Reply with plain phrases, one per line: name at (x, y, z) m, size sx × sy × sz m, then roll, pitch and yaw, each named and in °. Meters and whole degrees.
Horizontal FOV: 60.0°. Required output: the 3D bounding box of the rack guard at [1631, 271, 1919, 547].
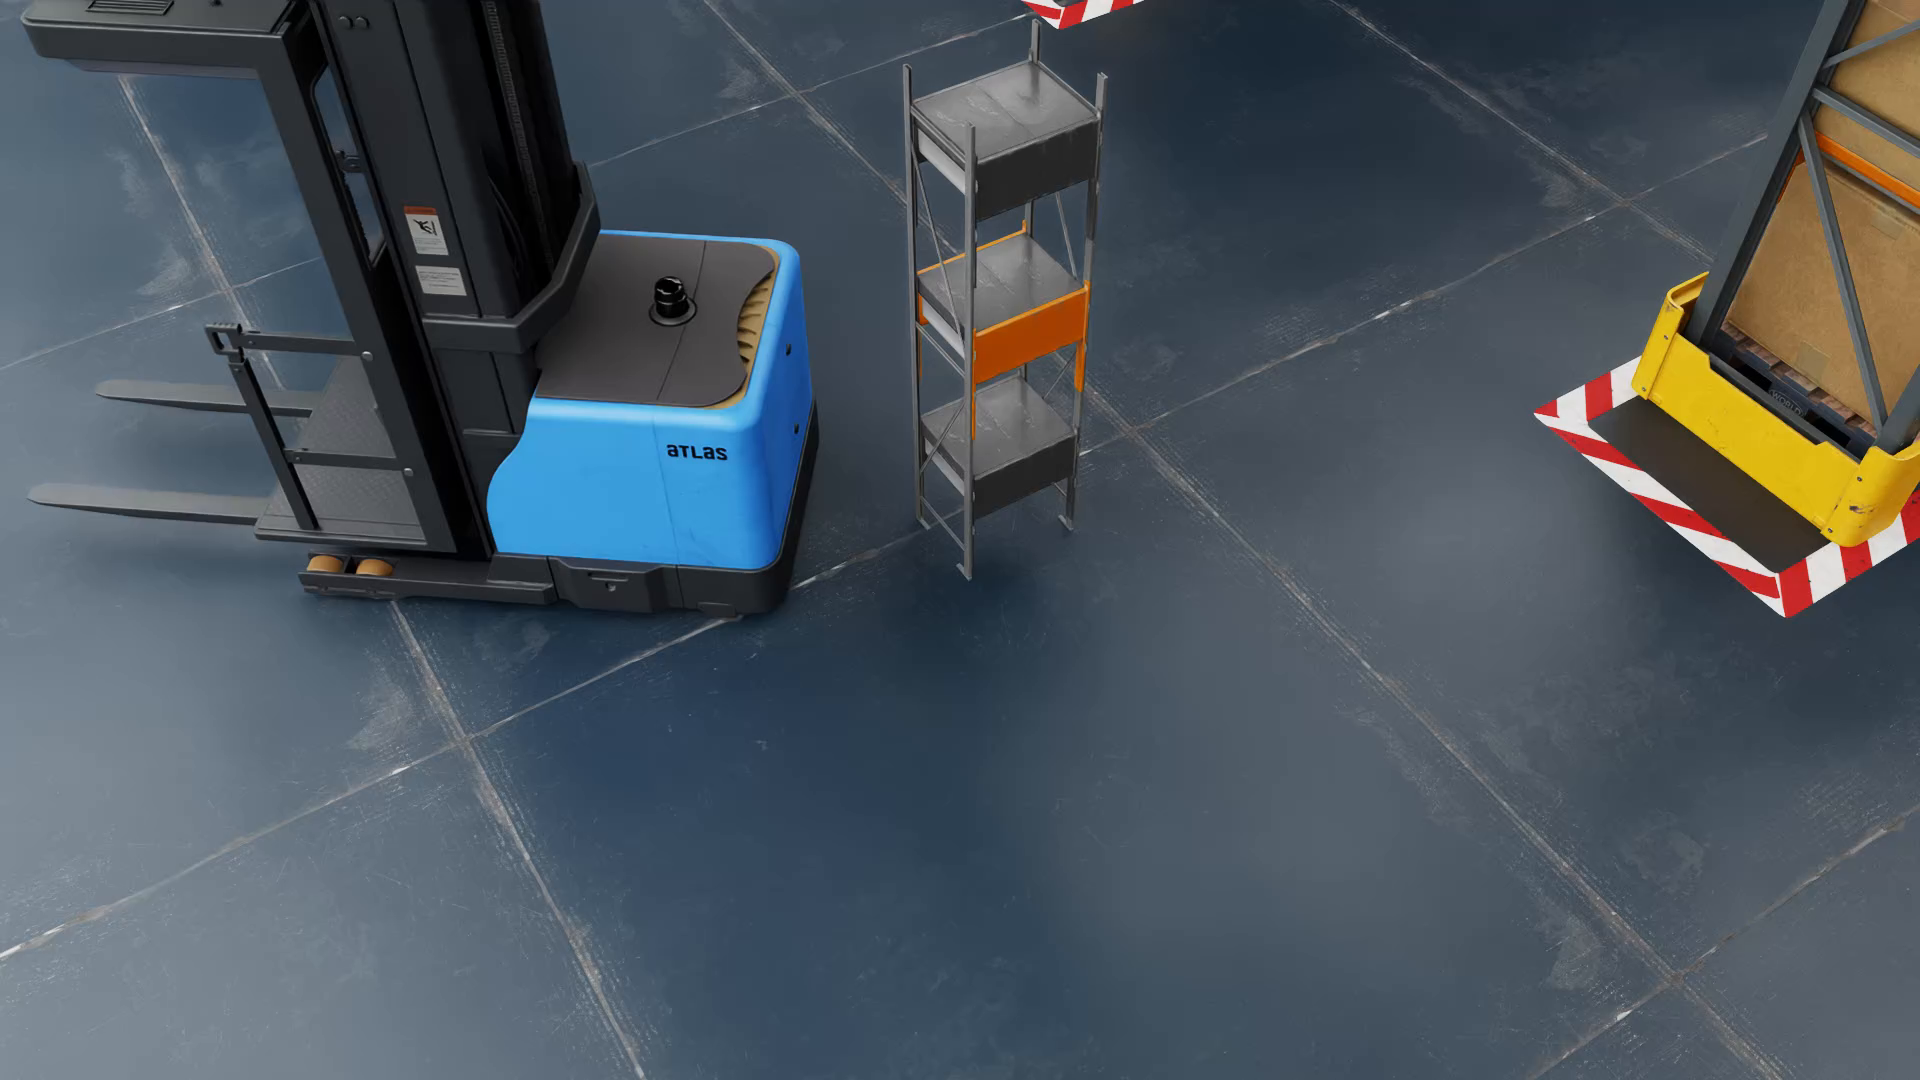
rack guard at (3.379, -0.555, 6.855) m, size 0.348 × 0.500 × 1.175 m, roll -25°, pitch 53°, yaw -21°

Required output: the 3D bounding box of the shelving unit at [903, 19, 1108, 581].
shelving unit at (0.140, -0.764, 5.970) m, size 0.503 × 2.100 × 0.431 m, roll -25°, pitch 53°, yaw -21°

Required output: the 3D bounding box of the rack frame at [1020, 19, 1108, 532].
rack frame at (0.346, -0.861, 6.057) m, size 0.015 × 2.100 × 0.400 m, roll -25°, pitch 53°, yaw -21°

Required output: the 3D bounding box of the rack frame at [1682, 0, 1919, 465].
rack frame at (3.399, -1.396, 5.930) m, size 0.127 × 3.000 × 1.000 m, roll -25°, pitch 53°, yaw -21°

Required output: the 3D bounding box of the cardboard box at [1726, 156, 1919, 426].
cardboard box at (3.937, -1.141, 6.845) m, size 0.875 × 0.875 × 0.875 m, roll -25°, pitch 53°, yaw -21°

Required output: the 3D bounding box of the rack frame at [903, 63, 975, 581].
rack frame at (-0.066, -0.667, 5.883) m, size 0.015 × 2.100 × 0.400 m, roll -25°, pitch 53°, yaw -21°

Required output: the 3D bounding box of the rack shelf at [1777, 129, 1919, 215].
rack shelf at (5.091, -1.954, 6.909) m, size 4.000 × 0.370 × 1.077 m, roll -25°, pitch 53°, yaw -21°

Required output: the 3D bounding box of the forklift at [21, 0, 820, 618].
forklift at (-2.137, -1.134, 5.742) m, size 3.031 × 2.935 × 1.130 m, roll 4°, pitch 48°, yaw 3°

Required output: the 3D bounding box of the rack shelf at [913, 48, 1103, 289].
rack shelf at (0.140, -1.221, 5.457) m, size 0.480 × 0.518 × 0.431 m, roll -25°, pitch 53°, yaw -21°

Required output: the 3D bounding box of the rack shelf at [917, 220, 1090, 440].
rack shelf at (0.140, -0.755, 5.980) m, size 0.480 × 0.518 × 0.431 m, roll -25°, pitch 53°, yaw -21°

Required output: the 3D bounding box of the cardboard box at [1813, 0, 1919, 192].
cardboard box at (3.689, -1.623, 6.031) m, size 0.550 × 0.550 × 0.875 m, roll -25°, pitch 53°, yaw -21°

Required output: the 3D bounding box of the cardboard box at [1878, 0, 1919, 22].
cardboard box at (3.734, -1.929, 5.581) m, size 0.550 × 0.550 × 0.875 m, roll -25°, pitch 53°, yaw -21°

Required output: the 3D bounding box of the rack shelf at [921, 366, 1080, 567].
rack shelf at (0.140, -0.290, 6.503) m, size 0.480 × 0.518 × 0.431 m, roll -25°, pitch 53°, yaw -21°

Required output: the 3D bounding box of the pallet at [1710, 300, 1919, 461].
pallet at (4.034, -0.837, 7.299) m, size 1.213 × 0.211 × 1.003 m, roll -25°, pitch 53°, yaw -21°
